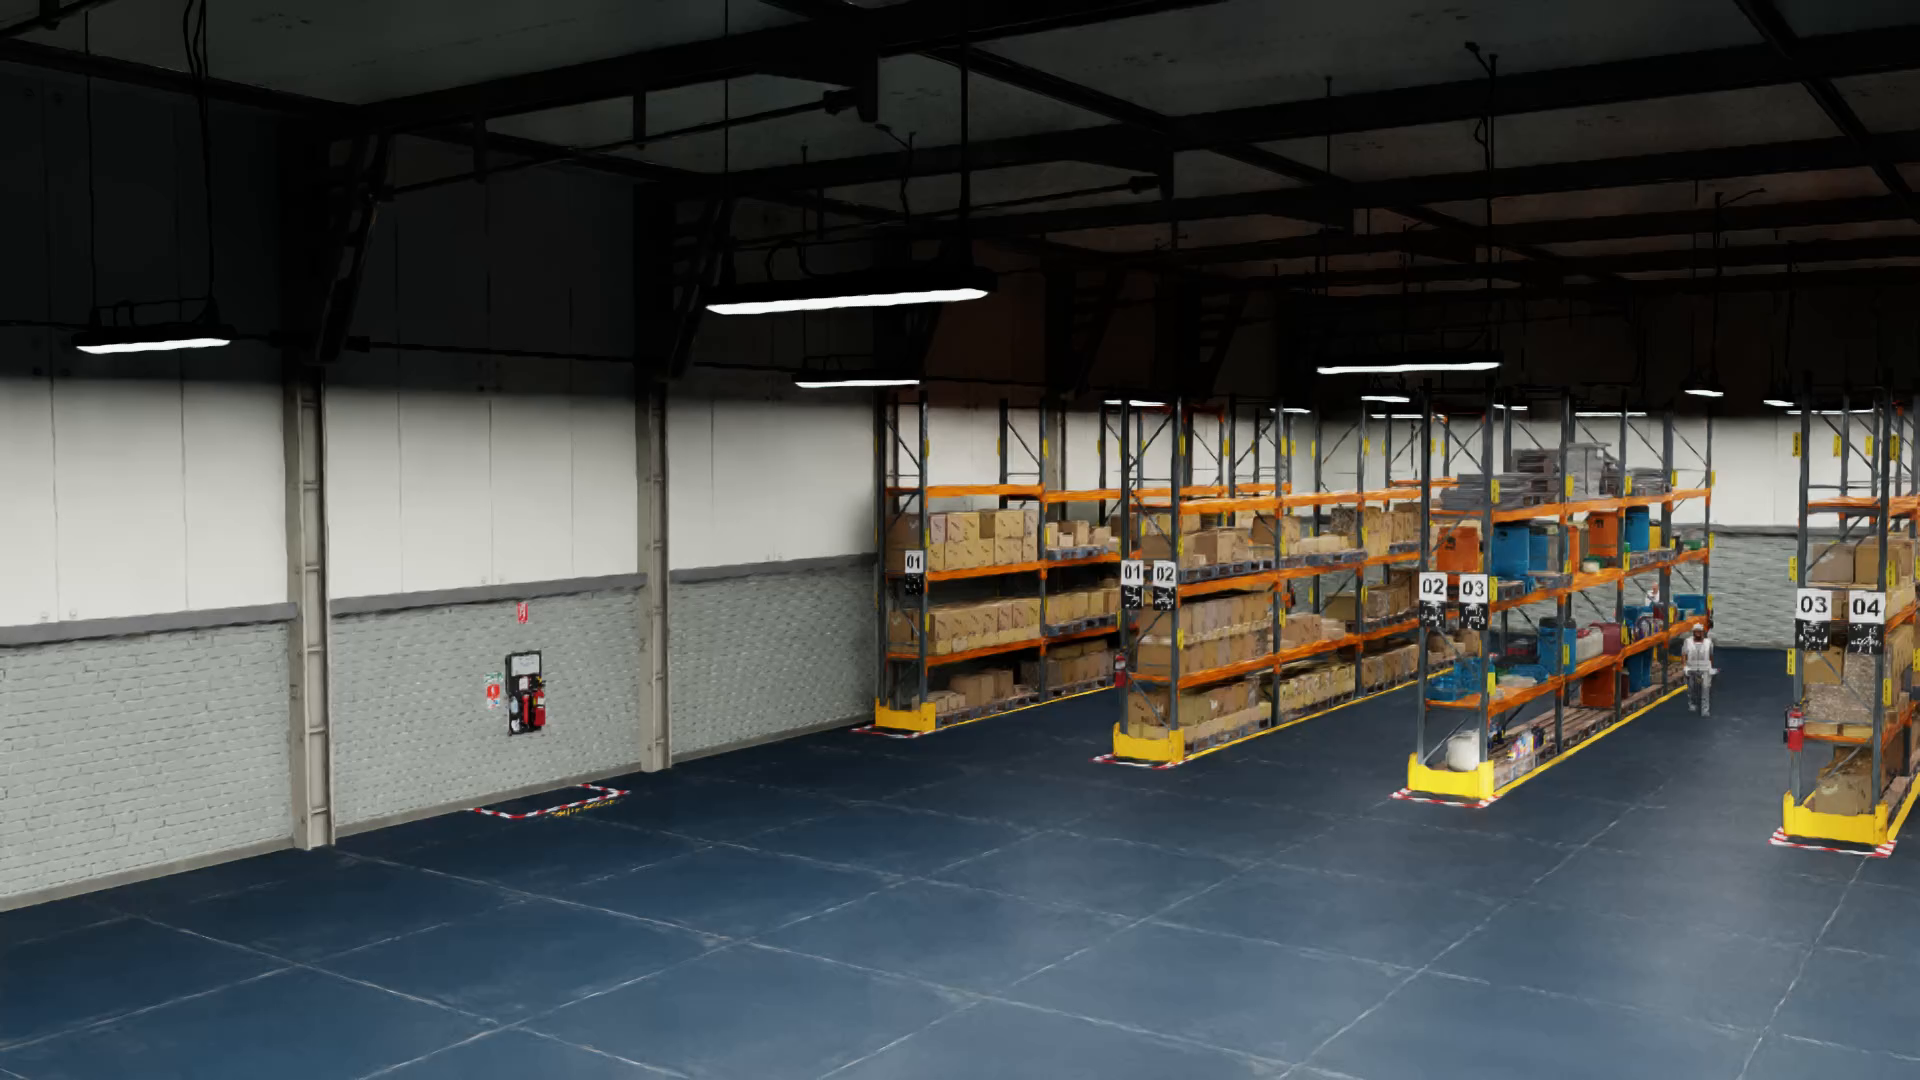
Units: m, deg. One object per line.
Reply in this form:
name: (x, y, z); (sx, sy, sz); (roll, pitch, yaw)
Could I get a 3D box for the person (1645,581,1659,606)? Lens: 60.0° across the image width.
person: (17.114, 1.857, 40.955); (0.594, 1.695, 1.185); (2, 4, 37)

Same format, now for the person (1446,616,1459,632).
person: (13.081, 1.675, 44.156); (0.697, 1.766, 0.465); (-1, 3, -18)

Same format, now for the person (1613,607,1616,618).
person: (14.231, 2.221, 35.810); (0.942, 1.585, 0.536); (-2, 4, -34)

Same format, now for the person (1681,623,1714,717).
person: (13.796, 2.380, 31.104); (0.554, 1.678, 0.859); (2, 4, 27)
